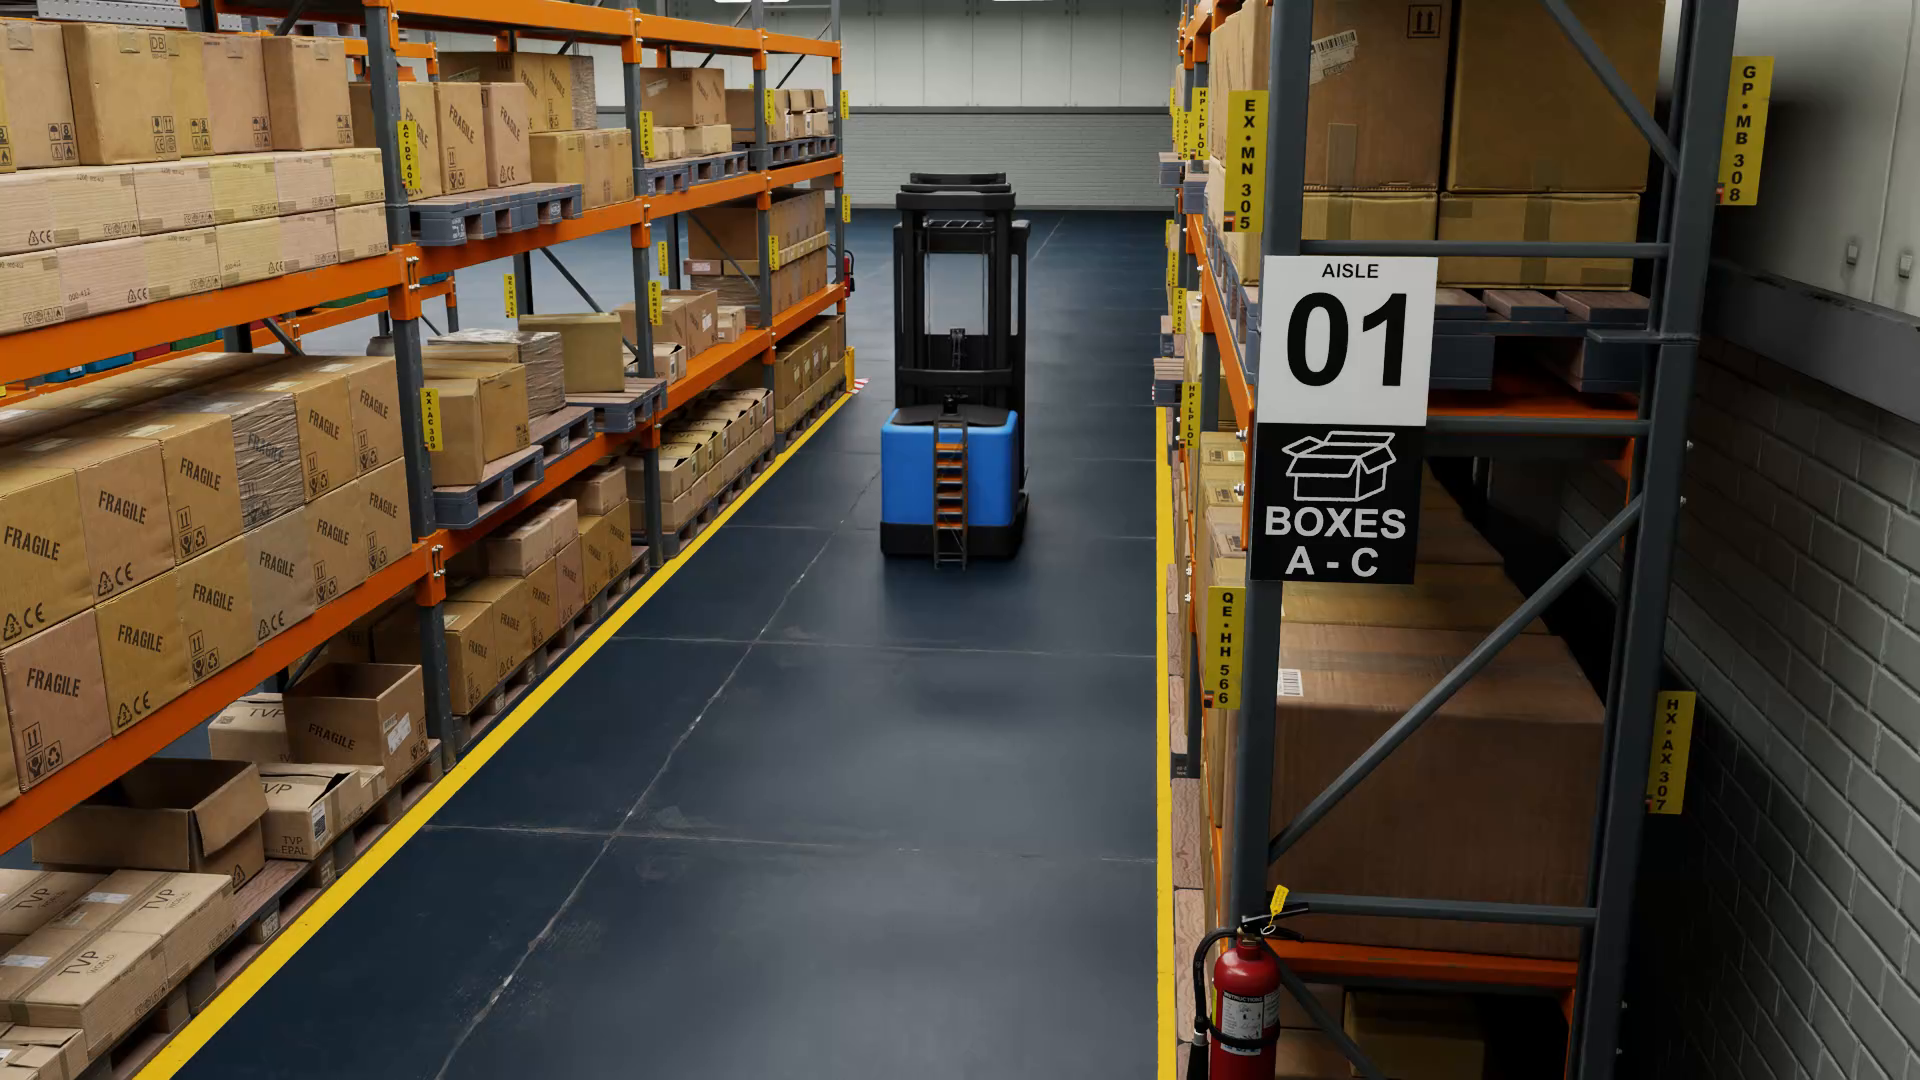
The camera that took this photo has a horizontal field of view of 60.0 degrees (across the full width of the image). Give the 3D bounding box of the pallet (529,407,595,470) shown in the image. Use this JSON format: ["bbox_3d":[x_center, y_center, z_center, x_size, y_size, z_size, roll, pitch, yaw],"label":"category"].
[{"bbox_3d":[-3.022,-0.654,10.702,1.003,0.211,1.213,2,15,6],"label":"pallet"}]

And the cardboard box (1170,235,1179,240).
[{"bbox_3d":[2.489,-2.970,17.710,0.500,0.500,0.500,2,15,8],"label":"cardboard box"}]

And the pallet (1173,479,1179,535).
[{"bbox_3d":[2.345,-0.278,14.287,1.003,0.211,1.213,2,15,6],"label":"pallet"}]

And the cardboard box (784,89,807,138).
[{"bbox_3d":[-2.045,-4.480,17.467,0.797,0.503,0.637,3,16,12],"label":"cardboard box"}]

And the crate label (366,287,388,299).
[{"bbox_3d":[-6.765,-3.005,18.960,0.502,0.435,0.616,2,15,6],"label":"crate label"}]

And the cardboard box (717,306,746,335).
[{"bbox_3d":[-2.368,-2.087,15.922,0.500,0.250,0.500,3,15,10],"label":"cardboard box"}]

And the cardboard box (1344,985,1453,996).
[{"bbox_3d":[1.433,1.382,5.547,0.380,0.149,0.250,2,15,6],"label":"cardboard box"}]

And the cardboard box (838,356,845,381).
[{"bbox_3d":[-1.671,-2.054,19.974,0.500,0.250,0.500,2,15,6],"label":"cardboard box"}]

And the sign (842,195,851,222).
[{"bbox_3d":[-1.367,-3.980,19.962,0.100,0.325,0.005,2,15,6],"label":"sign"}]

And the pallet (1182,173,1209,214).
[{"bbox_3d":[2.096,-2.295,11.017,1.213,0.211,1.003,2,15,9],"label":"pallet"}]

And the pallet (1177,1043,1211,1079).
[{"bbox_3d":[1.225,2.105,5.473,1.003,0.211,1.213,2,15,6],"label":"pallet"}]

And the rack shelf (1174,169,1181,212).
[{"bbox_3d":[2.792,-3.763,17.464,1.077,0.370,4.000,2,15,6],"label":"rack shelf"}]

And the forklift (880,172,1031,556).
[{"bbox_3d":[0.022,-1.624,14.055,1.130,2.935,3.031,1,15,5],"label":"forklift"}]

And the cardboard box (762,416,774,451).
[{"bbox_3d":[-2.114,-1.048,16.254,0.500,0.250,0.500,2,15,6],"label":"cardboard box"}]

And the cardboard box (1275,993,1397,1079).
[{"bbox_3d":[1.192,1.788,5.287,0.700,0.500,0.500,2,15,6],"label":"cardboard box"}]

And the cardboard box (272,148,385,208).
[{"bbox_3d":[-3.043,-1.697,7.773,0.500,0.250,0.500,2,15,6],"label":"cardboard box"}]

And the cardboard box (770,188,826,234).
[{"bbox_3d":[-1.976,-3.866,19.537,0.700,0.500,0.500,2,15,6],"label":"cardboard box"}]

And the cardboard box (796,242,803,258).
[{"bbox_3d":[-1.931,-3.180,18.243,0.380,0.149,0.250,1,15,5],"label":"cardboard box"}]

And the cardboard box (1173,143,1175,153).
[{"bbox_3d":[2.636,-4.469,18.468,0.500,0.500,0.500,3,15,10],"label":"cardboard box"}]

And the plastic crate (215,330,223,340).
[{"bbox_3d":[-7.092,-2.133,15.833,0.392,0.384,0.575,2,15,6],"label":"plastic crate"}]

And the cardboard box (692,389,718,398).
[{"bbox_3d":[-2.650,-1.335,16.241,0.500,0.311,0.500,2,15,6],"label":"cardboard box"}]

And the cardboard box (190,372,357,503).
[{"bbox_3d":[-3.113,-0.473,7.558,0.500,0.500,0.500,1,15,5],"label":"cardboard box"}]

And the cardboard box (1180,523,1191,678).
[{"bbox_3d":[1.706,0.363,9.887,0.750,0.750,0.750,2,15,8],"label":"cardboard box"}]

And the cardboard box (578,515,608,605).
[{"bbox_3d":[-2.738,0.127,11.393,0.500,0.500,0.500,1,15,4],"label":"cardboard box"}]

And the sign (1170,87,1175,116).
[{"bbox_3d":[2.479,-5.067,19.234,0.100,0.325,0.005,2,15,6],"label":"sign"}]

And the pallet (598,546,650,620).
[{"bbox_3d":[-2.929,0.287,12.195,1.003,0.211,1.213,2,15,6],"label":"pallet"}]

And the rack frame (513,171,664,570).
[{"bbox_3d":[-2.807,-1.251,12.543,1.000,3.000,0.127,2,15,6],"label":"rack frame"}]

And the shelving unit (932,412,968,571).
[{"bbox_3d":[-0.072,-0.368,12.726,0.258,1.200,0.189,1,15,5],"label":"shelving unit"}]

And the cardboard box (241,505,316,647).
[{"bbox_3d":[-3.172,0.142,7.198,0.500,0.500,0.500,2,15,8],"label":"cardboard box"}]

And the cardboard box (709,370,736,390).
[{"bbox_3d":[-2.453,-1.782,17.533,0.500,0.500,0.500,2,15,6],"label":"cardboard box"}]

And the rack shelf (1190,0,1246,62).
[{"bbox_3d":[1.890,-2.943,9.452,1.077,0.370,4.000,2,15,6],"label":"rack shelf"}]

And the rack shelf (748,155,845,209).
[{"bbox_3d":[-2.130,-3.908,18.000,1.077,0.370,4.000,2,15,6],"label":"rack shelf"}]

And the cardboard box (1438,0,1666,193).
[{"bbox_3d":[1.535,-1.202,4.470,0.500,0.500,0.500,1,15,4],"label":"cardboard box"}]

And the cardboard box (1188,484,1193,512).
[{"bbox_3d":[1.471,-0.256,9.304,0.380,0.149,0.250,2,15,6],"label":"cardboard box"}]

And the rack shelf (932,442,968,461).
[{"bbox_3d":[-0.072,-0.673,12.644,0.258,0.103,0.180,1,15,5],"label":"rack shelf"}]

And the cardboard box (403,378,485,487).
[{"bbox_3d":[-2.983,-0.581,9.068,0.700,0.500,0.500,-3,16,-13],"label":"cardboard box"}]

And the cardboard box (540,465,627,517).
[{"bbox_3d":[-2.681,-0.355,11.737,0.500,0.250,0.500,2,15,8],"label":"cardboard box"}]

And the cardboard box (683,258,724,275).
[{"bbox_3d":[-2.538,-2.727,16.566,0.380,0.149,0.250,2,15,6],"label":"cardboard box"}]

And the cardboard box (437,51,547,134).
[{"bbox_3d":[-2.978,-2.853,10.612,0.500,0.500,0.500,2,15,6],"label":"cardboard box"}]

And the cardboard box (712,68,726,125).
[{"bbox_3d":[-2.464,-4.070,15.268,0.500,0.500,0.500,2,15,7],"label":"cardboard box"}]

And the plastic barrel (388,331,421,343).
[{"bbox_3d":[-6.824,-2.302,20.390,0.421,0.512,0.421,0,15,0],"label":"plastic barrel"}]

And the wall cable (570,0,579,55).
[{"bbox_3d":[-13.038,-16.662,51.526,2.305,6.003,0.169,2,15,6],"label":"wall cable"}]

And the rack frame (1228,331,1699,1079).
[{"bbox_3d":[1.213,0.969,4.334,1.000,3.000,0.127,2,15,6],"label":"rack frame"}]

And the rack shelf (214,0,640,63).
[{"bbox_3d":[-3.033,-3.088,9.988,1.077,0.370,4.000,2,15,6],"label":"rack shelf"}]

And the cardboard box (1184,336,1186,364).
[{"bbox_3d":[1.806,-1.189,11.514,0.500,0.500,0.500,2,15,8],"label":"cardboard box"}]

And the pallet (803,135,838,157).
[{"bbox_3d":[-2.010,-4.549,19.161,1.003,0.211,1.213,2,15,6],"label":"pallet"}]

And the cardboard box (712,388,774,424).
[{"bbox_3d":[-2.117,-1.321,16.191,0.500,0.311,0.500,2,15,6],"label":"cardboard box"}]

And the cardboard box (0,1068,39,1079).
[{"bbox_3d":[-3.321,1.889,5.548,0.380,0.149,0.250,2,15,6],"label":"cardboard box"}]

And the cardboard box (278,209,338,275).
[{"bbox_3d":[-3.116,-1.326,7.360,0.500,0.250,0.500,2,15,6],"label":"cardboard box"}]

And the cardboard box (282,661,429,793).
[{"bbox_3d":[-3.041,0.937,8.398,0.500,0.500,0.500,2,15,6],"label":"cardboard box"}]

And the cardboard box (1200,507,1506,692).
[{"bbox_3d":[1.427,0.305,6.214,0.980,0.700,0.700,1,15,4],"label":"cardboard box"}]

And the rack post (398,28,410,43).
[{"bbox_3d":[-7.037,-5.935,19.330,0.937,0.300,0.954,3,15,12],"label":"rack post"}]

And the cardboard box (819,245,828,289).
[{"bbox_3d":[-1.970,-3.254,19.757,0.700,0.500,0.500,2,15,6],"label":"cardboard box"}]

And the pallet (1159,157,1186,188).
[{"bbox_3d":[2.277,-3.075,13.901,1.213,0.211,1.003,2,15,6],"label":"pallet"}]

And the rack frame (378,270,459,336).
[{"bbox_3d":[-6.826,-3.473,20.759,1.000,3.000,0.127,2,15,6],"label":"rack frame"}]

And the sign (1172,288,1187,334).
[{"bbox_3d":[1.575,-1.641,11.916,0.100,0.325,0.005,2,15,6],"label":"sign"}]

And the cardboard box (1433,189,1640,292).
[{"bbox_3d":[1.539,-0.840,4.567,0.500,0.250,0.500,2,15,9],"label":"cardboard box"}]
